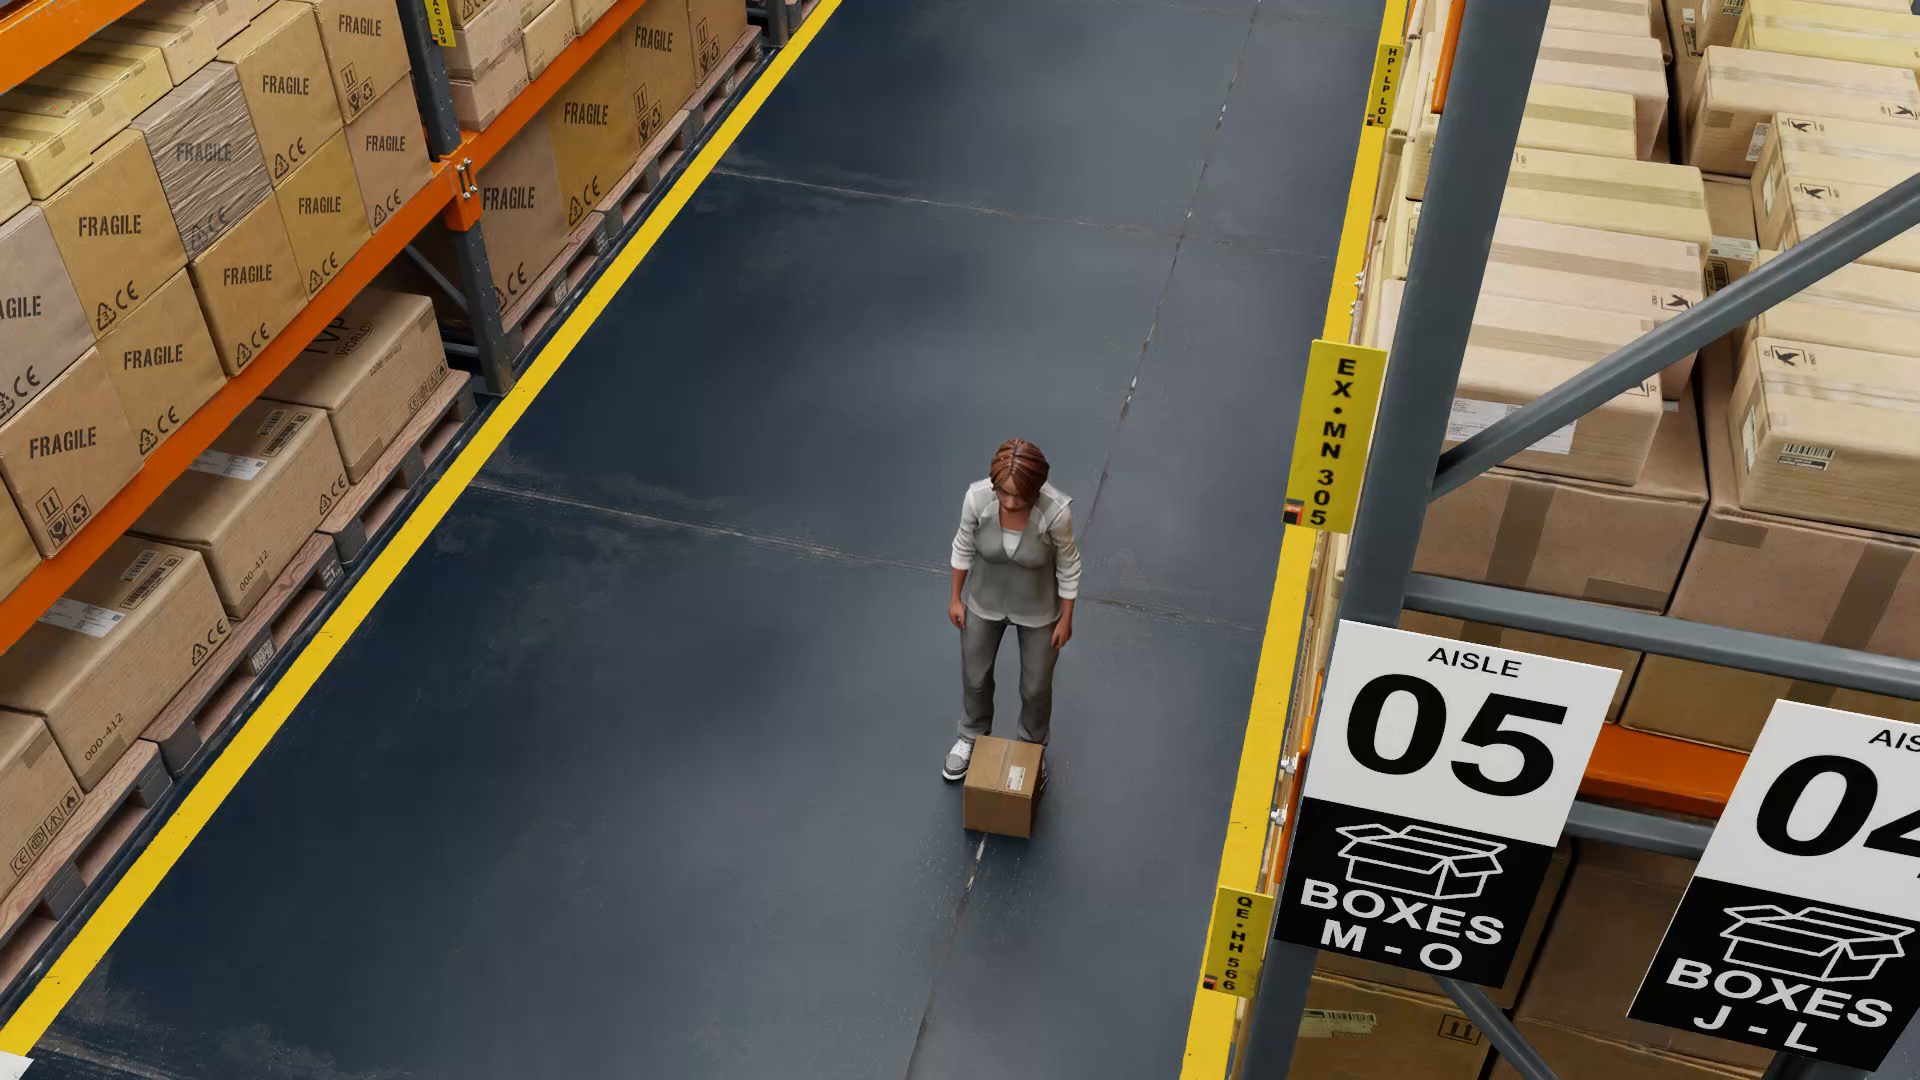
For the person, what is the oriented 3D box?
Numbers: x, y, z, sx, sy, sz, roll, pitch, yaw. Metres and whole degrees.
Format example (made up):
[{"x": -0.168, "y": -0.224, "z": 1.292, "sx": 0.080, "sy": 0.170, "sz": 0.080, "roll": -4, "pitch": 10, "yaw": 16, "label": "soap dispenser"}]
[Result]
[{"x": 0.186, "y": 0.252, "z": 5.885, "sx": 0.460, "sy": 1.591, "sz": 0.348, "roll": 9, "pitch": 42, "yaw": 10, "label": "person"}]
